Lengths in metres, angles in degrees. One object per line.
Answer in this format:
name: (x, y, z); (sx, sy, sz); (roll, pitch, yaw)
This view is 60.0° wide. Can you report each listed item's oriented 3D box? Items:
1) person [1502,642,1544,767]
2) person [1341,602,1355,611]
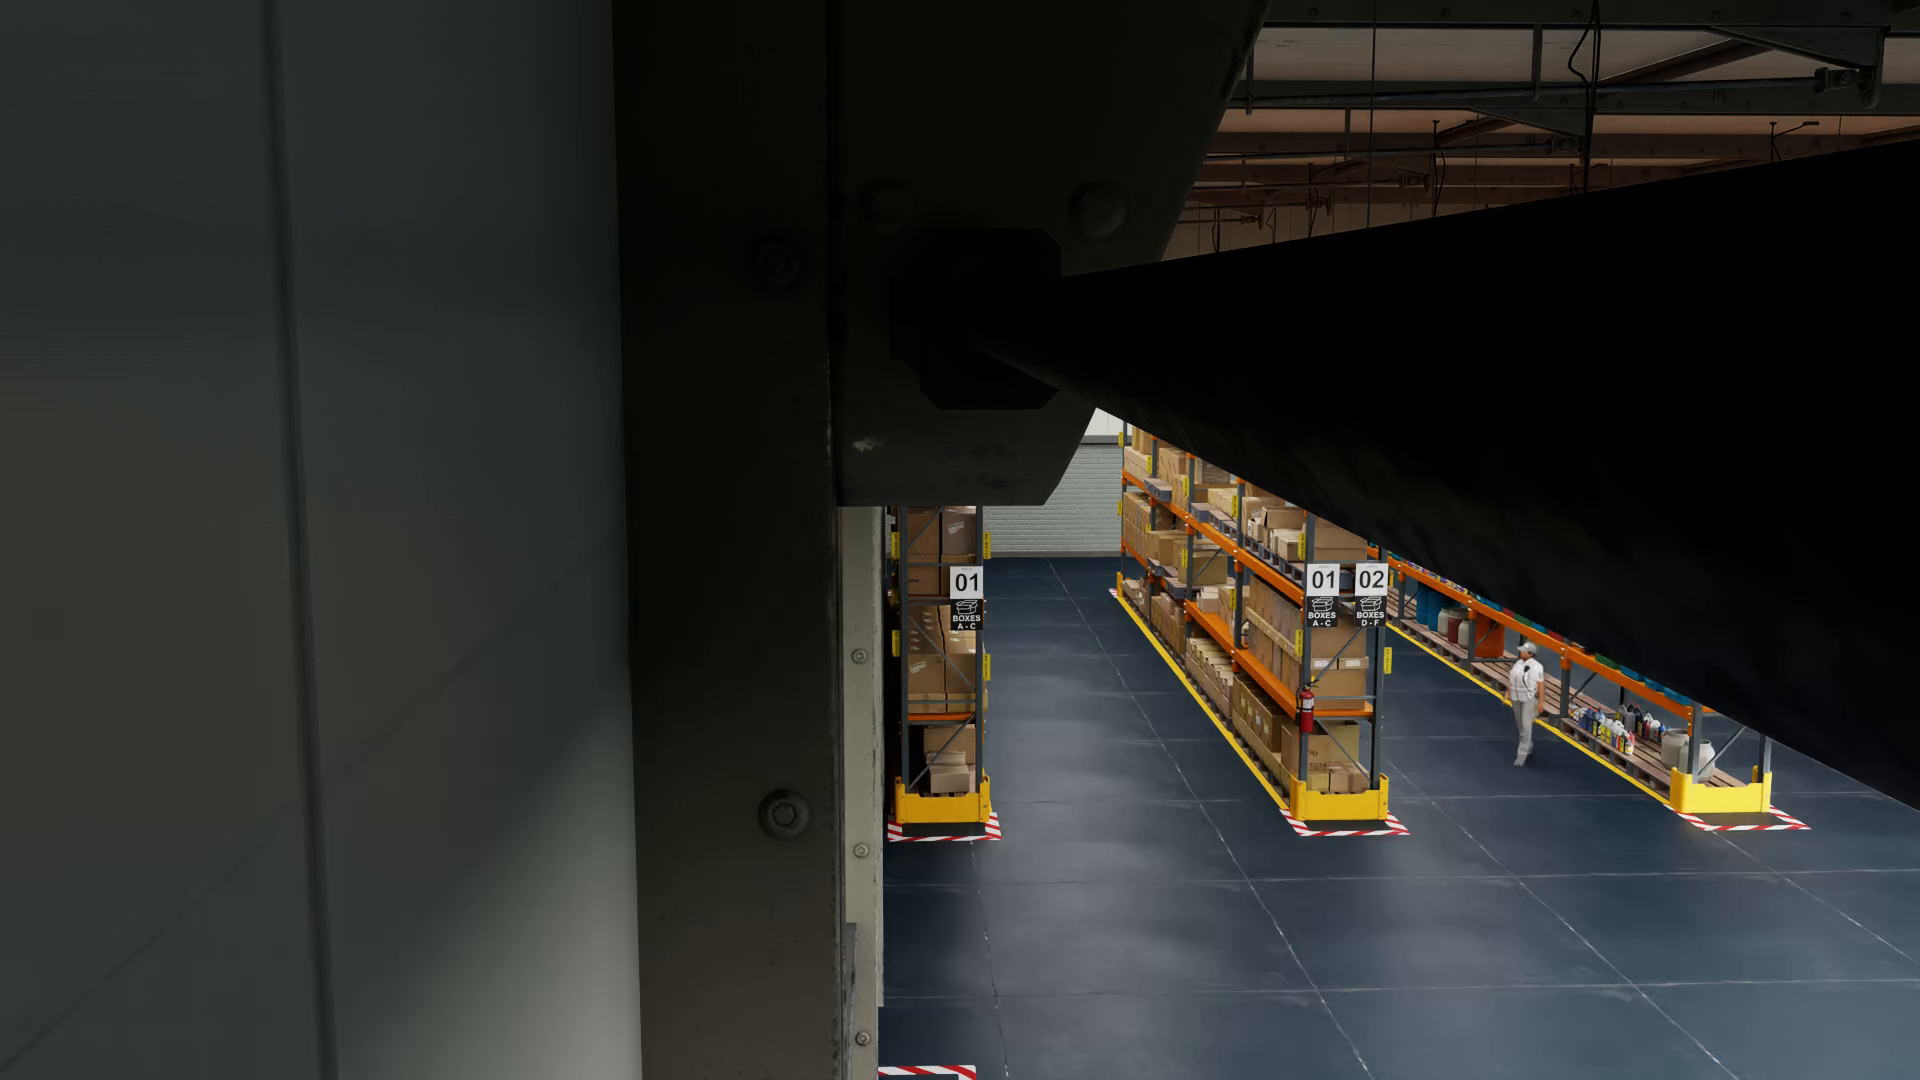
person: (7.859, 2.259, 23.217); (0.743, 1.660, 0.546); (-7, 11, -42)
person: (6.489, 1.488, 28.359); (0.667, 1.743, 0.999); (-1, 8, -7)
